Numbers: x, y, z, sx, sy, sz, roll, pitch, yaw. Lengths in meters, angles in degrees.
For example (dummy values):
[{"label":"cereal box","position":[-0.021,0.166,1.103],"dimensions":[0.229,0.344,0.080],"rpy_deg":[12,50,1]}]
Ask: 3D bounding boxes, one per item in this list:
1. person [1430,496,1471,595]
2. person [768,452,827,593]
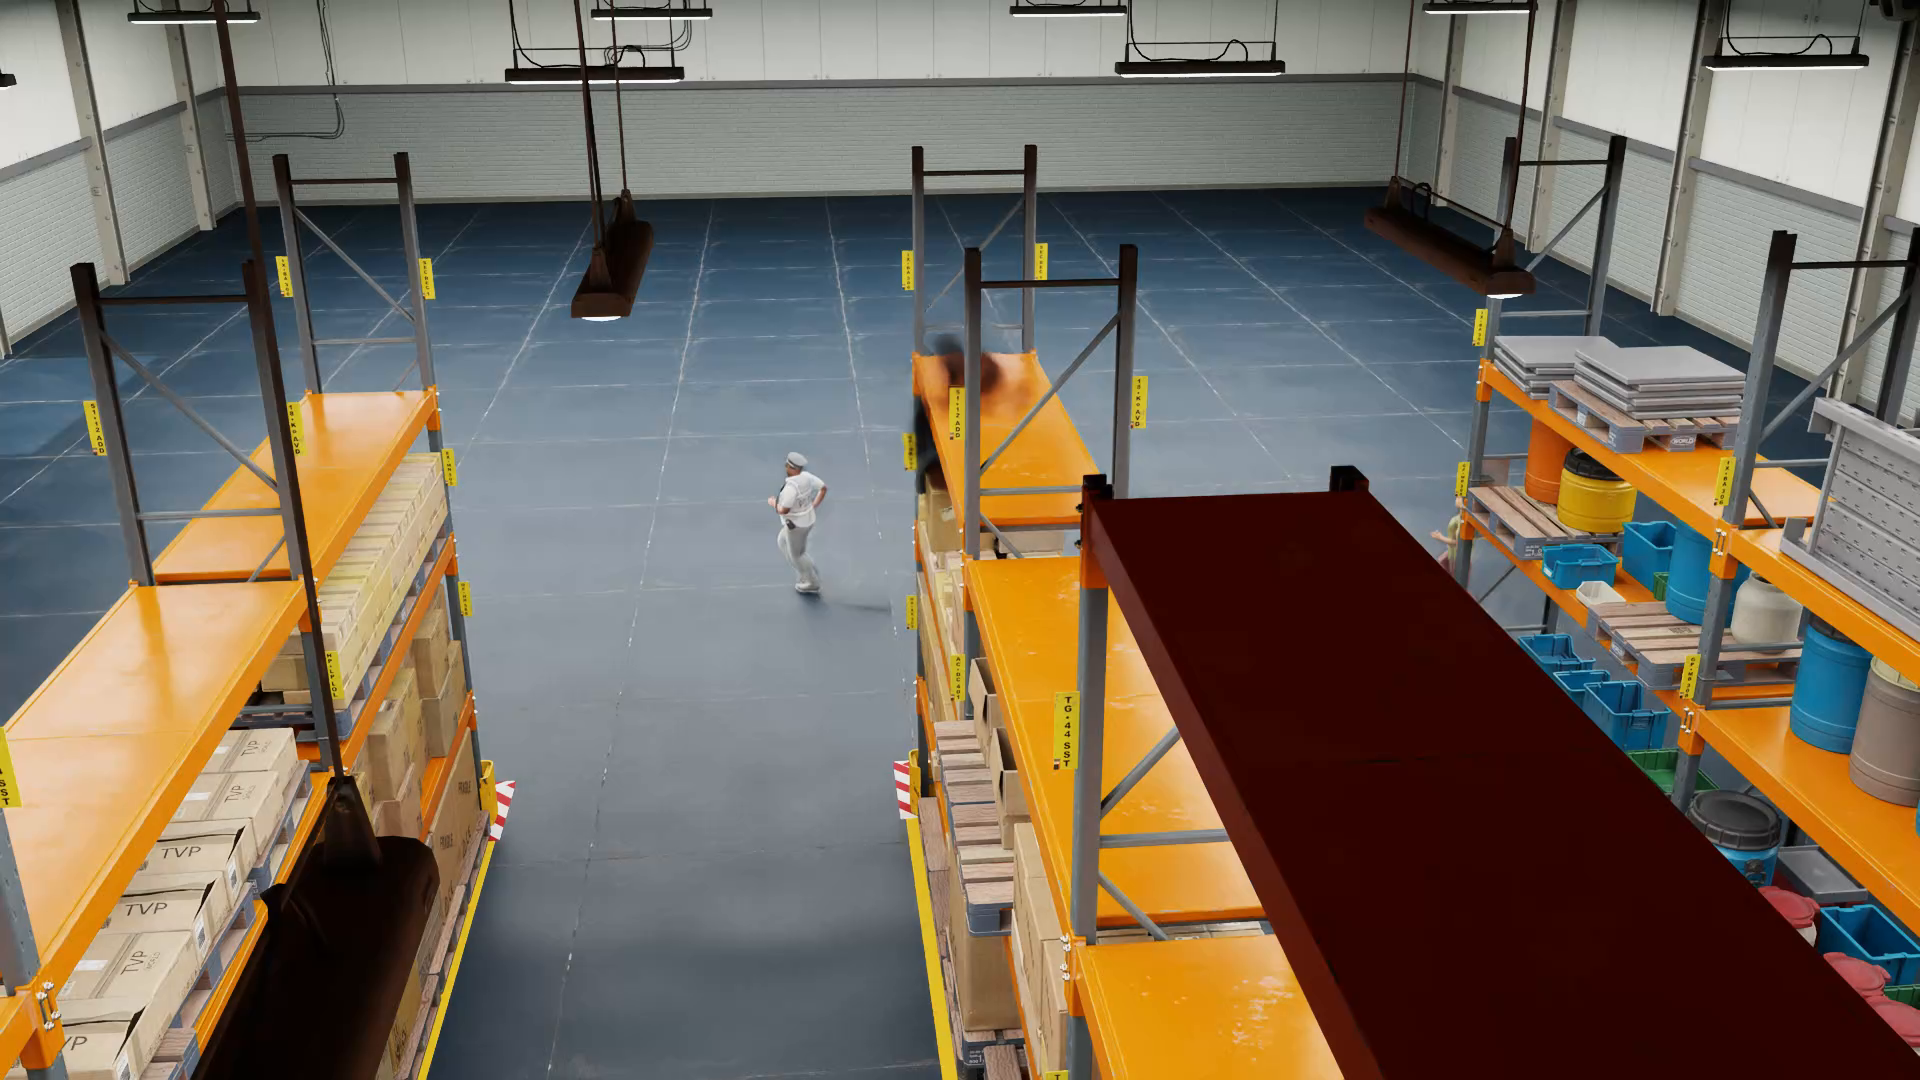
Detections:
[{"label":"person","position":[5.645,0.201,18.866],"dimensions":[0.667,1.669,0.552],"rpy_deg":[6,22,15]},{"label":"person","position":[-1.972,-0.210,19.779],"dimensions":[0.655,1.769,0.651],"rpy_deg":[6,22,15]}]
